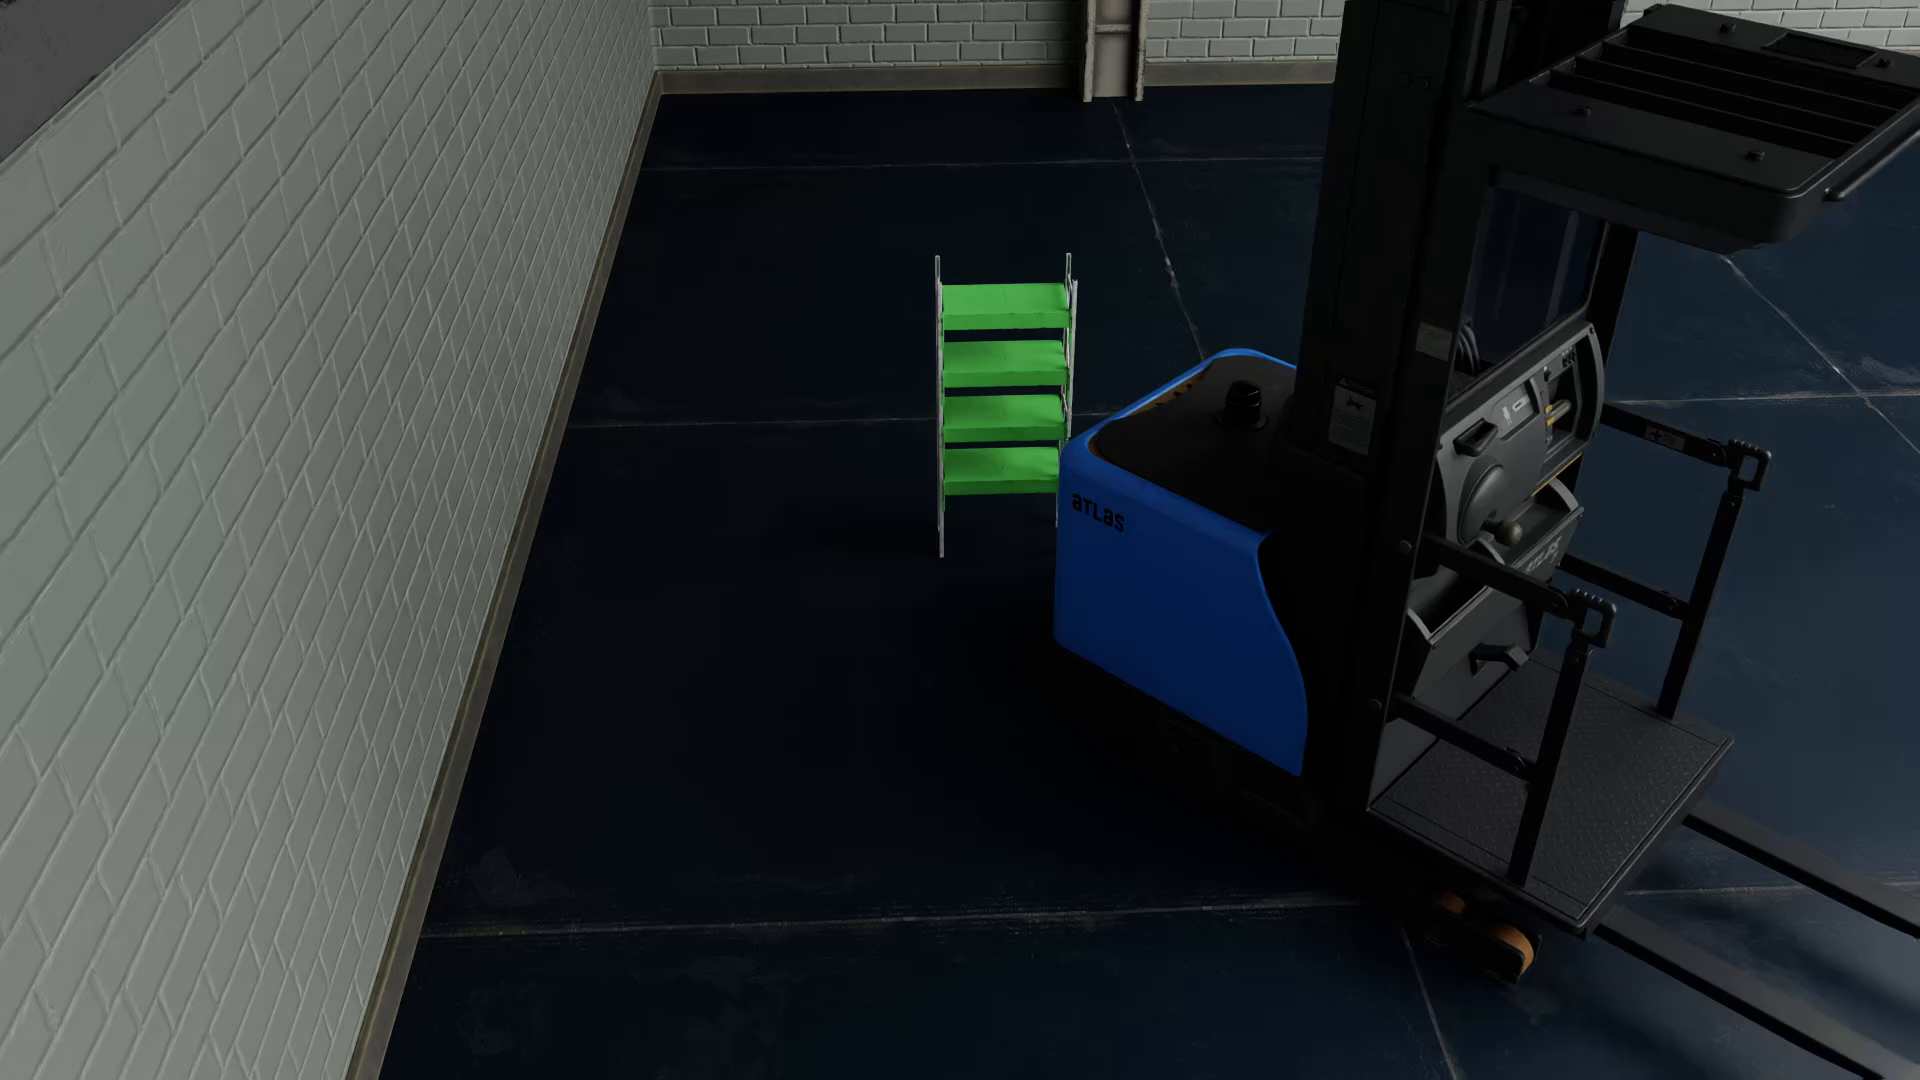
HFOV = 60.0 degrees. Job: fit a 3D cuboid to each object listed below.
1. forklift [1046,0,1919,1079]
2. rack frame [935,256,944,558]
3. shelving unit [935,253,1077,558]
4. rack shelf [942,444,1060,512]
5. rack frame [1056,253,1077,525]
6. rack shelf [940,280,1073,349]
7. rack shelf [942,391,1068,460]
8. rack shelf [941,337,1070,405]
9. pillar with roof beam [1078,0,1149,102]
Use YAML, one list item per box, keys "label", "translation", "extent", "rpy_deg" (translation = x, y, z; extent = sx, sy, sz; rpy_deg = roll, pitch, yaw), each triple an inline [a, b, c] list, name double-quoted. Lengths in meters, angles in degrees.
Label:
- label: "forklift"
  translation: [1.726, -0.251, 4.538]
  extent: [3.031, 2.935, 1.130]
  rpy_deg: [28, 43, 34]
- label: "rack frame"
  translation: [-0.078, -0.491, 6.405]
  extent: [0.015, 1.200, 0.240]
  rpy_deg: [-2, 35, -2]
- label: "shelving unit"
  translation: [0.165, -0.498, 6.415]
  extent: [0.503, 1.200, 0.258]
  rpy_deg: [-2, 35, -2]
- label: "rack shelf"
  translation: [0.165, -0.248, 6.588]
  extent: [0.480, 0.148, 0.258]
  rpy_deg: [-2, 35, -2]
- label: "rack frame"
  translation: [0.409, -0.504, 6.424]
  extent: [0.015, 1.200, 0.240]
  rpy_deg: [-2, 35, -2]
- label: "rack shelf"
  translation: [0.165, -0.840, 6.178]
  extent: [0.480, 0.148, 0.258]
  rpy_deg: [-2, 35, -2]
- label: "rack shelf"
  translation: [0.165, -0.445, 6.451]
  extent: [0.480, 0.148, 0.258]
  rpy_deg: [-2, 35, -2]
- label: "rack shelf"
  translation: [0.165, -0.643, 6.315]
  extent: [0.480, 0.148, 0.258]
  rpy_deg: [-2, 35, -2]
- label: "pillar with roof beam"
  translation: [1.199, -4.220, 4.940]
  extent: [0.400, 9.000, 9.100]
  rpy_deg: [-2, 35, -2]
